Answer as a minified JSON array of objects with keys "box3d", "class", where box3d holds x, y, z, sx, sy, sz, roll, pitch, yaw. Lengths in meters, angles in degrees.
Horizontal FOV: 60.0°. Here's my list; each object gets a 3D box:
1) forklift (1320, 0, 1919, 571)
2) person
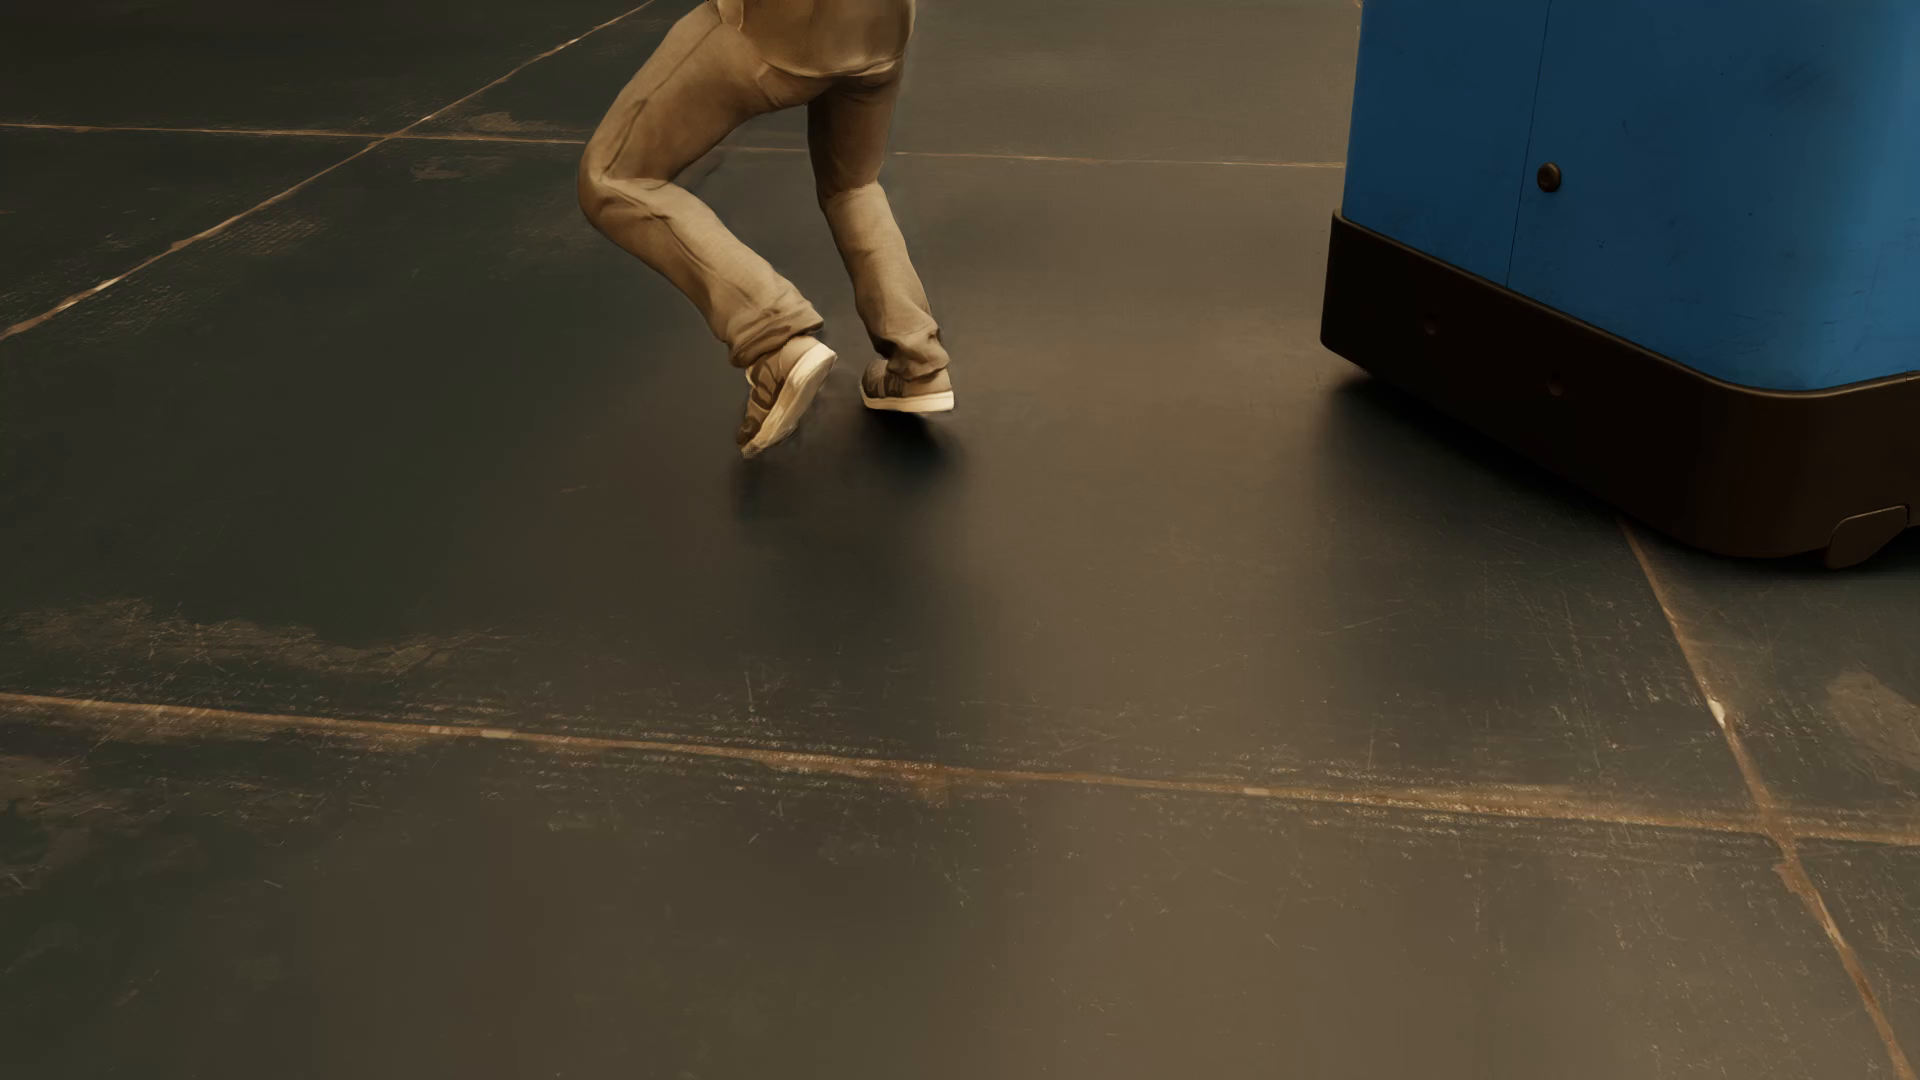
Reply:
[{"box3d":[2.232,-1.686,2.596,3.031,2.935,1.130,-11,28,-21],"class":"forklift"},{"box3d":[-0.163,-0.872,2.540,0.632,1.506,0.844,23,35,39],"class":"person"}]
